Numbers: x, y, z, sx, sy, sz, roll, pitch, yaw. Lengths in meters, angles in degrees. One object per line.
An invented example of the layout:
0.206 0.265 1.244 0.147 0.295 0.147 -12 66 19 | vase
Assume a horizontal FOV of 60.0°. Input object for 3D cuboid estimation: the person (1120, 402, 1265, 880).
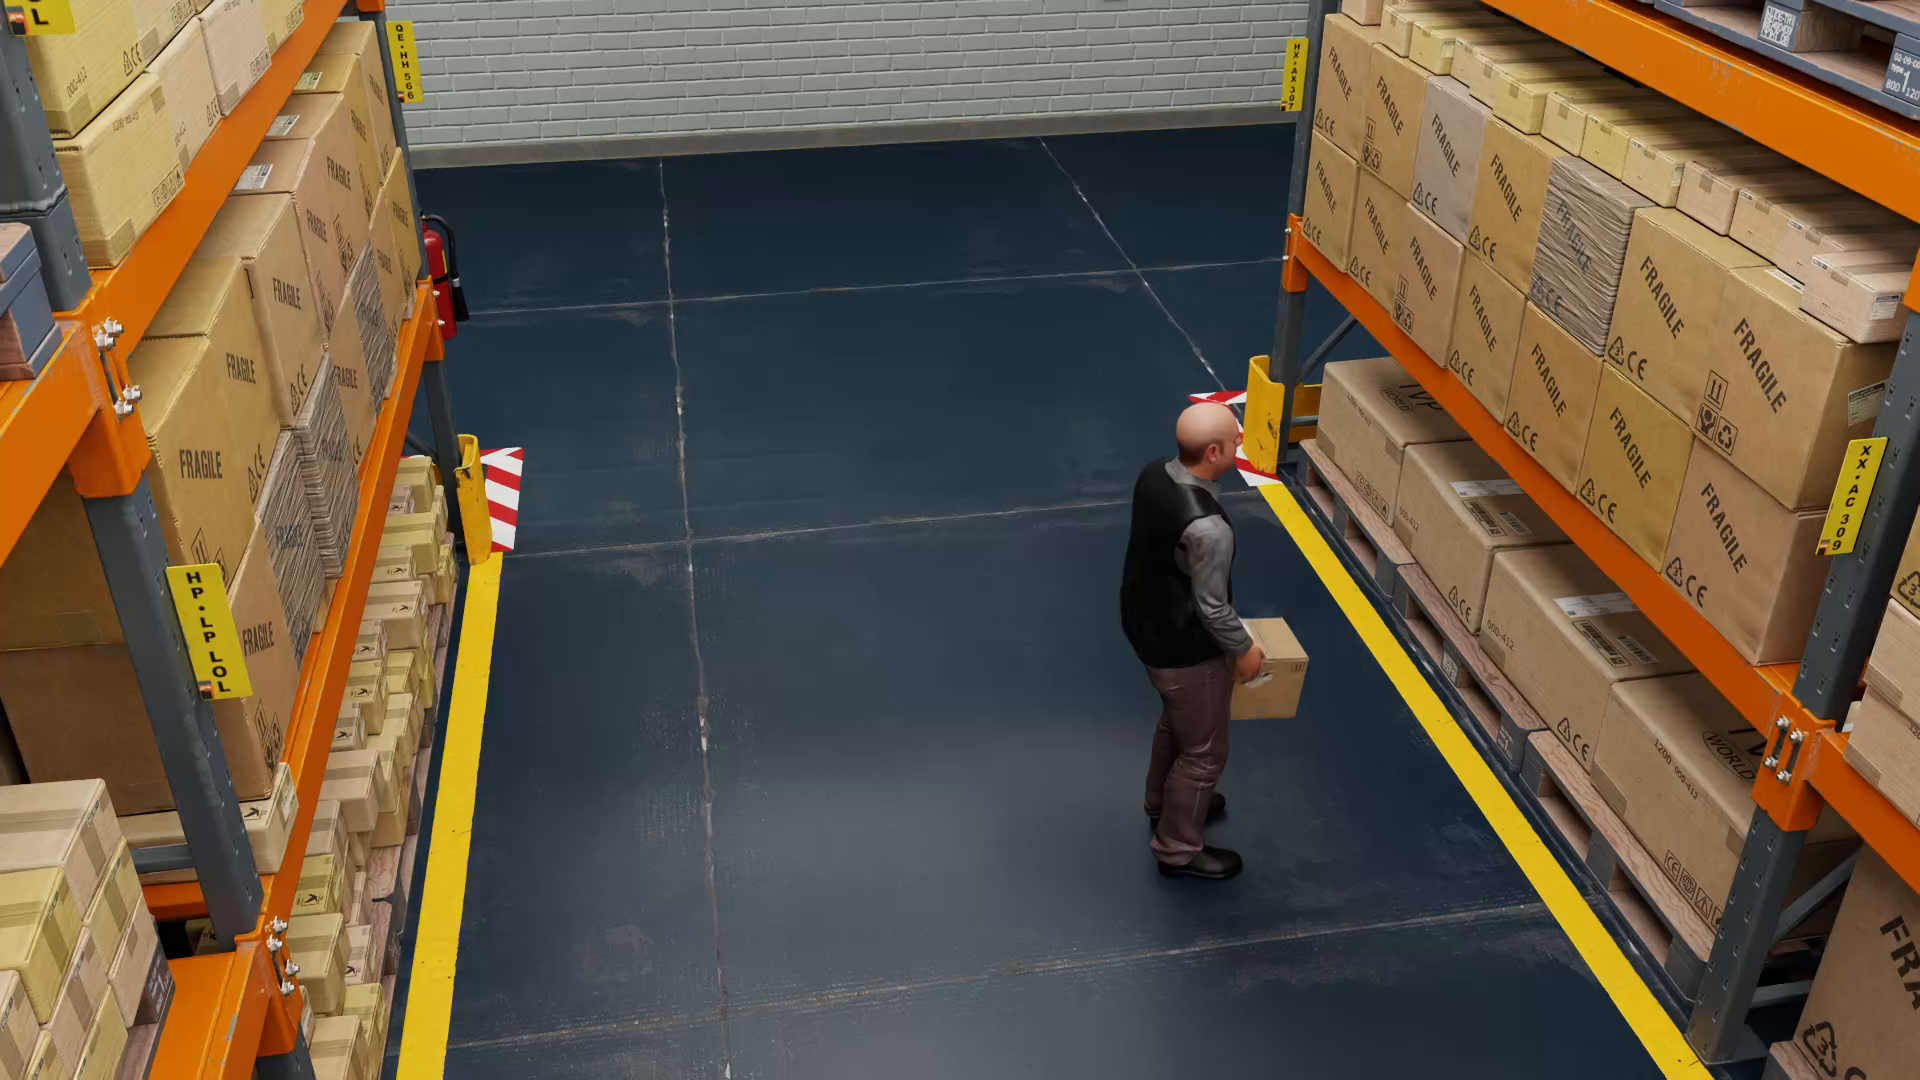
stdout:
0.773 0.329 5.591 0.470 1.727 0.551 -6 31 -10 | person
